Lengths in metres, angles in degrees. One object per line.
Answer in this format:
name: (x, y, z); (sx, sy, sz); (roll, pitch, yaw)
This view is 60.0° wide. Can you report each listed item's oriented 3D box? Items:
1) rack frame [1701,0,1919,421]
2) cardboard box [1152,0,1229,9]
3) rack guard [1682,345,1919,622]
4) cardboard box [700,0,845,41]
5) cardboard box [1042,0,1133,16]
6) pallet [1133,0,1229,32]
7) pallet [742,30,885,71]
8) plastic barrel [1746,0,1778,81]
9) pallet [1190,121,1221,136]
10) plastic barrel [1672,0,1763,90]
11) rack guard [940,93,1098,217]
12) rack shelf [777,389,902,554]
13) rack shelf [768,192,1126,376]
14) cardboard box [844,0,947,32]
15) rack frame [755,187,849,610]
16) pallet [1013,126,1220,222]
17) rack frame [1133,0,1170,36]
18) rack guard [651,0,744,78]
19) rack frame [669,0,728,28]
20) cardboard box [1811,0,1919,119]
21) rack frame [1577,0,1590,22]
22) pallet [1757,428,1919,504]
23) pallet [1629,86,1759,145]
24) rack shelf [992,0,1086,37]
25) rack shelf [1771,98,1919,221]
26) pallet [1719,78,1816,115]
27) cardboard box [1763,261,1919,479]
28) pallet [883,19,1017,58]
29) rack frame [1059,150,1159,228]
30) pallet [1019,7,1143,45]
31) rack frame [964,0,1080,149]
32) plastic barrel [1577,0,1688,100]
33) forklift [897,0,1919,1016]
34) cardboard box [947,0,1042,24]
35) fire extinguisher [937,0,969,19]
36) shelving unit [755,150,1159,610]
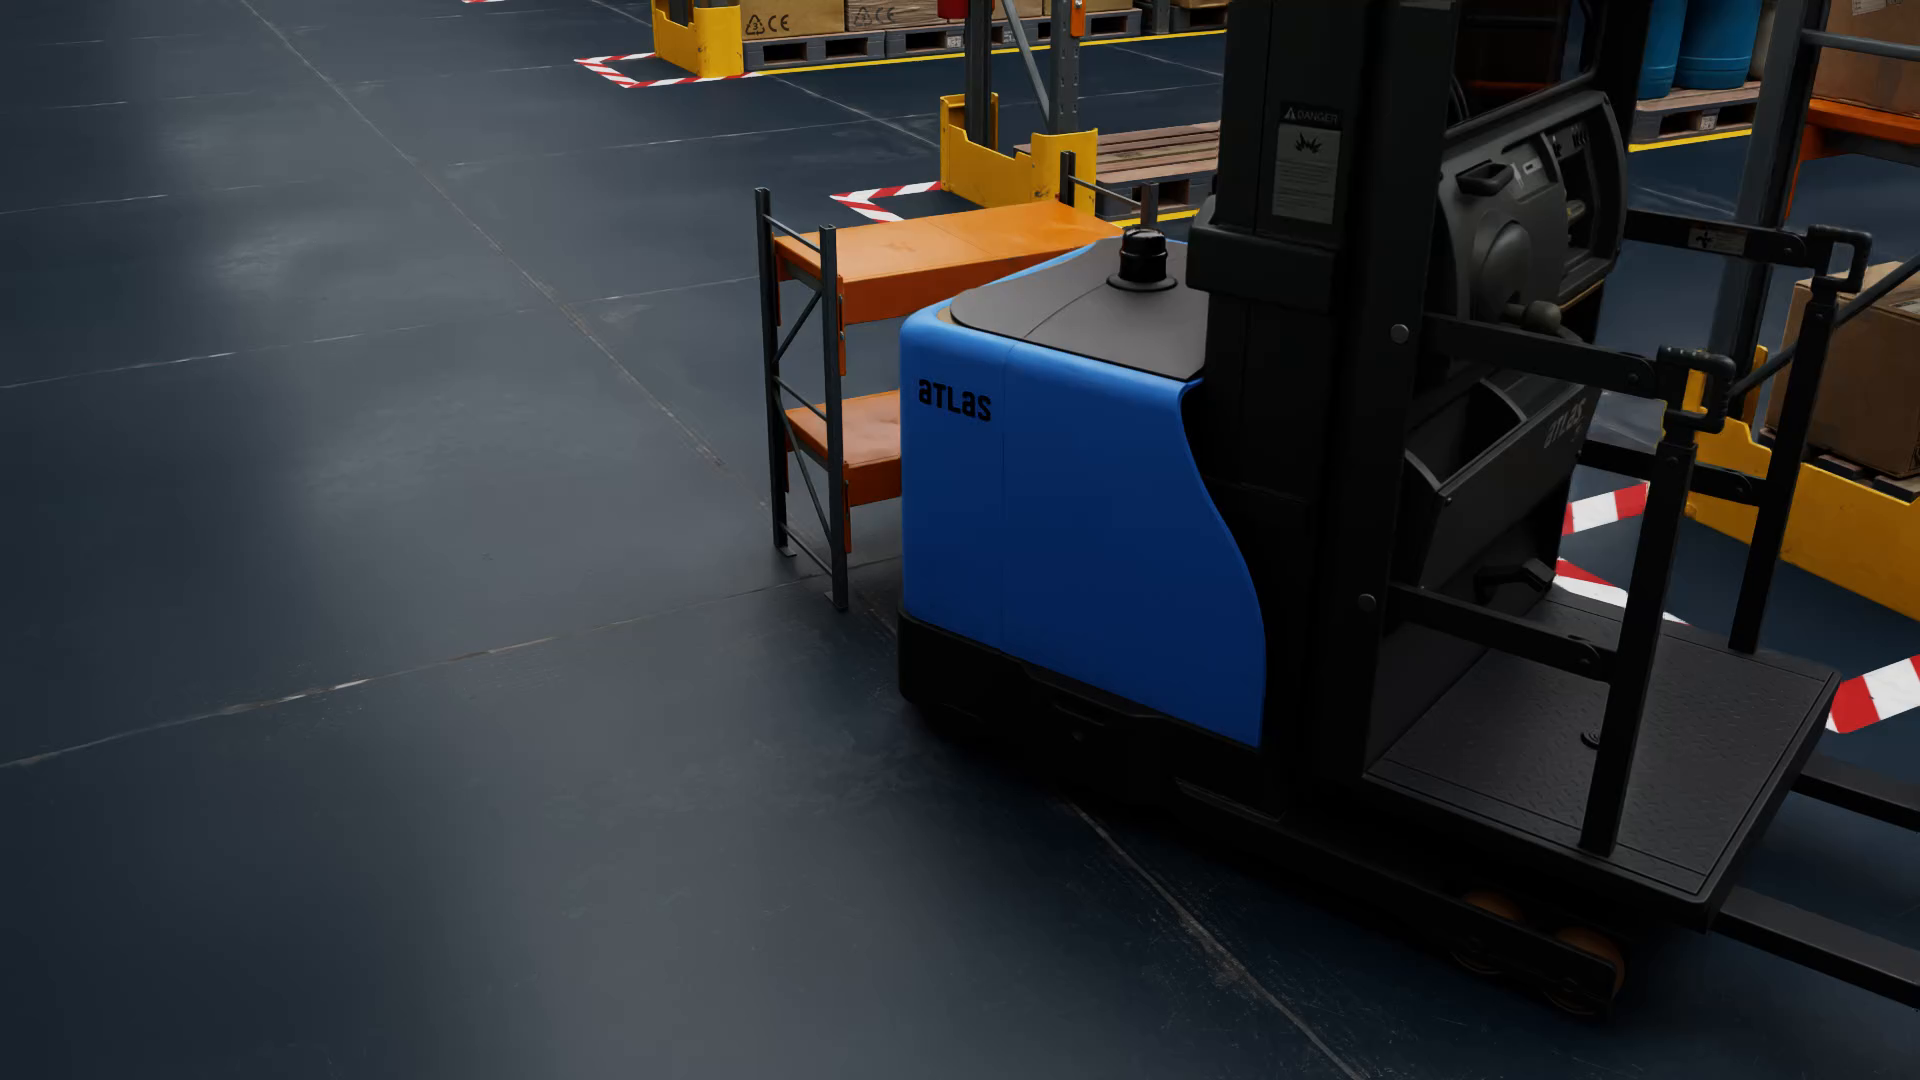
rack frame: (2.638, -1.281, 4.452); (0.127, 3.000, 1.000); (-13, 29, -25)
cardboard box: (2.065, -5.249, 14.687); (0.875, 0.875, 1.225); (-13, 29, -25)
rack guard: (2.705, -0.169, 5.025); (0.348, 0.500, 1.175); (-13, 29, -25)
cardboard box: (-1.493, -4.457, 13.038); (0.875, 0.875, 0.875); (-13, 29, -25)
cardboard box: (0.889, -5.007, 14.183); (0.875, 0.875, 0.875); (-13, 29, -25)
pallet: (2.155, -4.808, 15.021); (1.213, 0.211, 1.003); (-13, 29, -25)
pallet: (-1.352, -4.001, 13.339); (1.213, 0.211, 1.003); (-13, 29, -25)
plastic barrel: (5.493, -3.385, 11.224); (0.421, 0.512, 0.421); (0, 26, 0)
pallet: (2.131, -2.316, 9.830); (1.213, 0.211, 1.003); (-13, 29, -25)
plastic barrel: (4.953, -3.480, 10.972); (0.708, 0.901, 0.600); (-13, 29, -25)
rack guard: (0.295, -2.037, 8.914); (0.348, 0.500, 1.175); (-13, 29, -25)
rack shelf: (-0.006, -0.285, 5.110); (1.000, 0.278, 0.538); (-13, 29, -25)
rack shelf: (-0.006, -0.770, 4.877); (1.000, 0.278, 0.538); (-13, 29, -25)
cardboard box: (-0.690, -4.643, 13.424); (0.875, 0.875, 0.875); (-13, 29, -25)
rack frame: (-0.455, -0.402, 4.788); (0.032, 1.125, 0.500); (-13, 29, -25)
pallet: (1.056, -2.069, 9.316); (1.213, 0.211, 1.003); (-13, 29, -25)
rack frame: (1.509, -5.880, 14.030); (0.127, 3.000, 1.000); (-13, 29, -25)
rack guard: (-2.041, -3.933, 12.864); (0.348, 0.500, 1.175); (-13, 29, -25)
rack frame: (-2.020, -5.065, 12.334); (0.127, 3.000, 1.000); (-13, 29, -25)
cardboard box: (2.905, -1.521, 4.837); (0.500, 0.500, 0.500); (-12, 28, -24)
rack frame: (3.840, -3.988, 10.091); (0.127, 3.000, 1.000); (-13, 29, -25)
pallet: (3.408, -0.202, 5.427); (1.213, 0.211, 1.003); (-13, 29, -25)
pallet: (4.540, -2.872, 10.988); (1.213, 0.211, 1.003); (-13, 29, -25)
rack shelf: (2.075, -3.256, 9.398); (4.000, 0.370, 1.077); (-13, 29, -25)
rack shelf: (4.403, -1.364, 5.456); (4.000, 0.370, 1.077); (-13, 29, -25)
pallet: (5.618, -3.122, 11.509); (1.213, 0.211, 1.003); (-13, 29, -25)
cardboard box: (3.002, -0.557, 5.325); (0.500, 0.500, 0.500); (-13, 29, -25)
pallet: (-0.276, -4.247, 13.853); (1.213, 0.211, 1.003); (-13, 29, -25)
rack frame: (0.443, -0.609, 5.219); (0.032, 1.125, 0.500); (-13, 29, -25)
pallet: (0.801, -4.498, 14.374); (1.213, 0.211, 1.003); (-13, 29, -25)
rack frame: (0.310, -3.173, 8.394); (0.127, 3.000, 1.000); (-13, 29, -25)
plastic barrel: (4.328, -3.336, 10.671); (0.708, 0.901, 0.600); (-13, 29, -25)
forklift: (1.314, -0.643, 3.203); (3.031, 2.935, 1.130); (19, 31, 34)
cardboard box: (0.095, -4.824, 13.801); (0.875, 0.875, 0.875); (-13, 29, -25)
fire extinguisher: (-0.037, -3.113, 8.789); (0.183, 0.674, 0.296); (-13, 29, -25)
shelving unit: (-0.006, -0.506, 5.004); (1.048, 1.125, 0.538); (-13, 29, -25)
